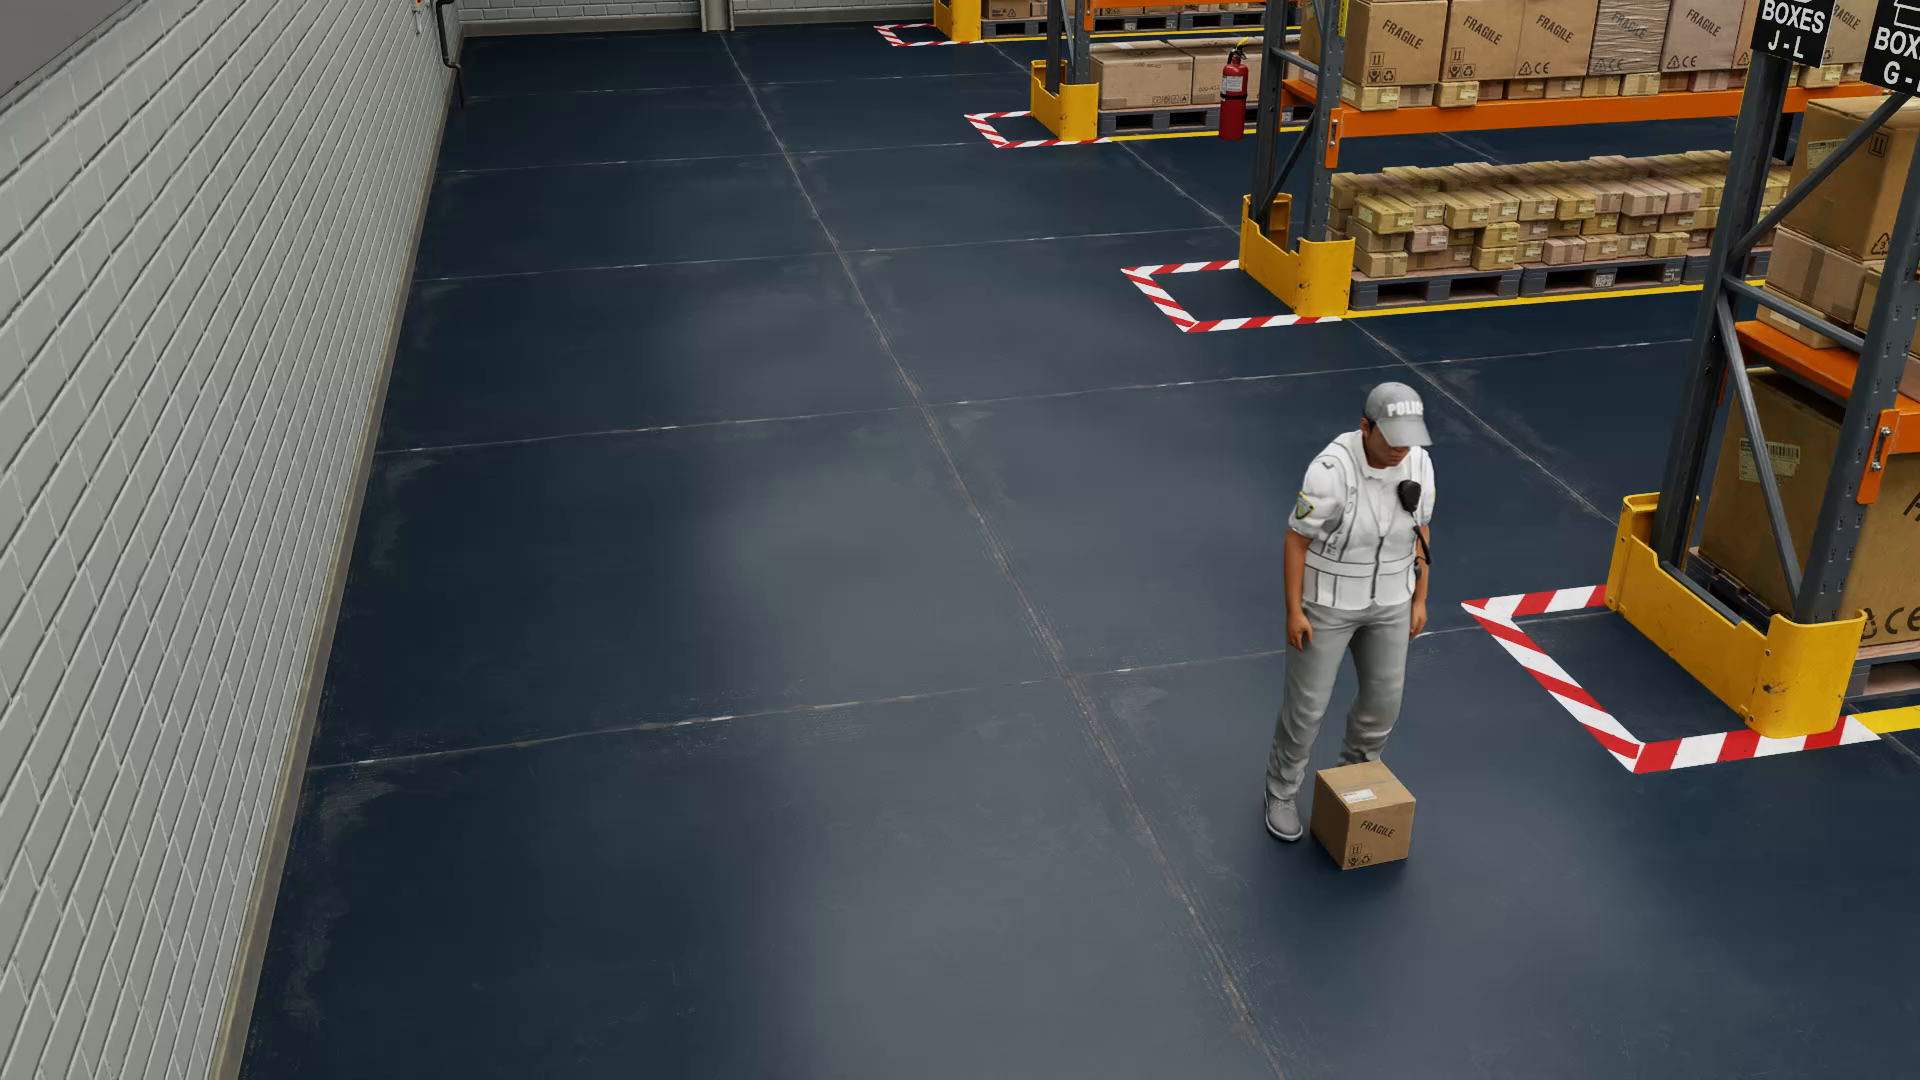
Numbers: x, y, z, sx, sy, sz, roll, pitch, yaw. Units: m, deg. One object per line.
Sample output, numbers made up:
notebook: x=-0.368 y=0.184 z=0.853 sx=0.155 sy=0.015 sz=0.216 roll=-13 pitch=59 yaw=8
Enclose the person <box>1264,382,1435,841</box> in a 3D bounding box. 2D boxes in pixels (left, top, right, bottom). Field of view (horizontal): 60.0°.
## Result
person: x=1.340 y=0.229 z=5.656 sx=0.539 sy=1.667 sz=0.466 roll=-6 pitch=27 yaw=-11
